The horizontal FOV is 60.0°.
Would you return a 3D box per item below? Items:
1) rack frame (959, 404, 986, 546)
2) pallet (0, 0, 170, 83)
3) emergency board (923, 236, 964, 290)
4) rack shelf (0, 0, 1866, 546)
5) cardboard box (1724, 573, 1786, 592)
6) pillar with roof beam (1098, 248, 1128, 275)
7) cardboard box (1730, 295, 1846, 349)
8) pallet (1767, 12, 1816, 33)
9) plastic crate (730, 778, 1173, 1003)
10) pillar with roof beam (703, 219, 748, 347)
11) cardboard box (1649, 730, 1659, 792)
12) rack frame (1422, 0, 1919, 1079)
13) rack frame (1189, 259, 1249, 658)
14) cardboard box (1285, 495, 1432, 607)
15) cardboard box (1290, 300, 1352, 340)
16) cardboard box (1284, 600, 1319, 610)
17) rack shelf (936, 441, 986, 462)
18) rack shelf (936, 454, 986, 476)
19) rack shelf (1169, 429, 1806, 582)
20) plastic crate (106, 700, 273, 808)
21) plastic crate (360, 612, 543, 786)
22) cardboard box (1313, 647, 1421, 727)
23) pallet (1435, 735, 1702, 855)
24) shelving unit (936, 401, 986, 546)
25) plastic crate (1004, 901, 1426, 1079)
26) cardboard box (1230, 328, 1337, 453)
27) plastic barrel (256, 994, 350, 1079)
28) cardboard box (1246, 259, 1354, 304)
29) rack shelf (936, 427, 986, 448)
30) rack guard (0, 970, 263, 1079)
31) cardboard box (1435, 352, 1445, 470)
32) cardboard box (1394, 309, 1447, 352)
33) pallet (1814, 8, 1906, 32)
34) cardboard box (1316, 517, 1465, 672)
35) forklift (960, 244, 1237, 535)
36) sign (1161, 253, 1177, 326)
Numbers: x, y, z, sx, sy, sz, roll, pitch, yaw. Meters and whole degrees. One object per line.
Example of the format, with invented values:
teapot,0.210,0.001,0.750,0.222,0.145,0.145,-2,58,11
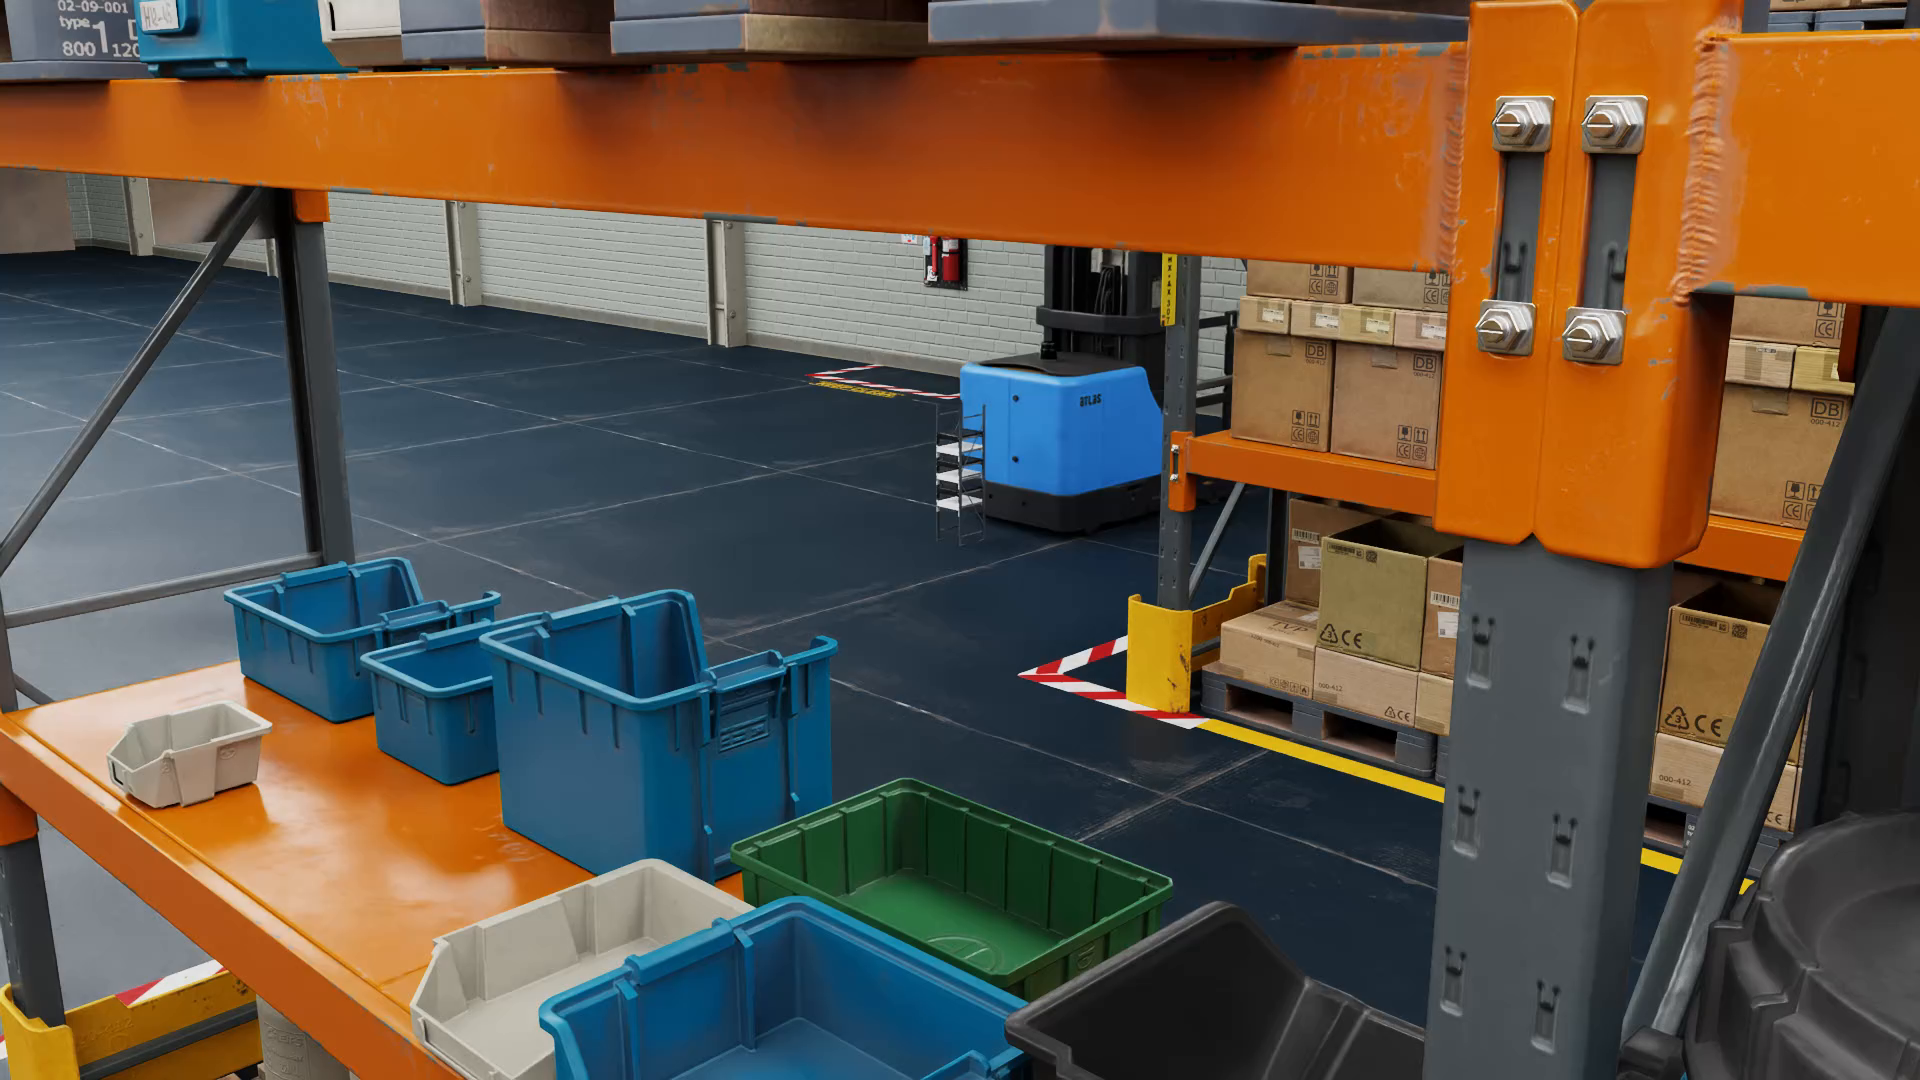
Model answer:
rack frame,0.079,-0.416,10.745,0.006,0.900,0.240,14,20,42
pallet,-1.594,-1.060,3.477,1.213,0.211,1.003,14,20,42
emergency board,-0.216,-3.192,17.232,0.585,1.158,0.155,14,20,42
rack shelf,-0.682,-0.616,2.824,4.000,0.370,1.077,14,20,42
cardboard box,3.362,0.391,6.617,0.500,0.500,0.500,14,20,42
pillar with roof beam,-1.448,-4.867,11.764,0.400,9.000,9.100,14,20,42
cardboard box,3.150,-0.990,6.009,0.500,0.500,0.700,14,20,42
pallet,2.693,-1.828,6.224,1.213,0.211,1.003,14,20,42
plastic crate,-0.023,0.651,2.904,0.662,0.188,0.450,14,20,42
pillar with roof beam,-5.767,-5.917,15.794,0.400,9.000,9.100,14,20,42
cardboard box,2.630,0.764,6.673,0.500,0.250,0.500,14,20,42
rack frame,0.756,0.838,1.766,0.053,2.616,0.949,14,20,42
rack frame,1.322,-0.761,7.906,0.053,2.616,0.949,14,20,42
cardboard box,1.912,0.043,7.950,0.500,0.500,0.500,14,20,42
cardboard box,1.644,-0.970,7.220,0.250,0.149,0.380,13,19,41
cardboard box,1.911,0.407,8.043,0.500,0.250,0.500,14,20,42
rack shelf,0.006,-0.576,10.776,0.200,0.077,0.258,14,20,42
rack shelf,0.006,-0.489,10.799,0.200,0.077,0.258,14,20,42
rack shelf,2.759,-0.063,6.651,4.000,0.370,1.077,14,20,42
plastic crate,-1.701,0.480,3.663,0.250,0.136,0.298,14,20,42
plastic crate,-1.090,0.357,3.906,0.408,0.251,0.499,14,20,42
cardboard box,1.914,0.588,7.349,0.500,0.250,0.500,14,20,42
pallet,2.773,0.928,6.951,1.213,0.211,1.003,14,20,42
shelving unit,0.006,-0.434,10.813,0.210,0.900,0.258,14,20,42
plastic crate,0.470,0.753,2.217,0.504,0.338,0.767,14,20,42
cardboard box,1.647,-0.725,7.568,0.500,0.500,0.700,14,20,42
plastic barrel,-1.595,1.240,4.327,0.421,0.512,0.421,0,15,0
cardboard box,1.685,-1.344,7.369,0.500,0.500,0.700,14,20,42
rack shelf,0.006,-0.663,10.753,0.200,0.077,0.258,14,20,42
rack guard,-2.034,1.352,4.752,0.348,0.500,1.175,14,20,42
cardboard box,2.381,-0.546,6.881,0.500,0.500,0.700,14,20,43
cardboard box,2.003,-0.881,6.880,0.250,0.149,0.380,13,20,41
pallet,3.567,-1.614,5.404,1.213,0.211,1.003,14,20,42
cardboard box,1.912,0.225,7.253,0.500,0.500,0.500,14,20,42
forklift,1.373,-1.755,11.853,1.130,2.935,3.031,14,20,42
sign,0.930,-1.118,7.402,0.005,0.325,0.100,14,20,42
